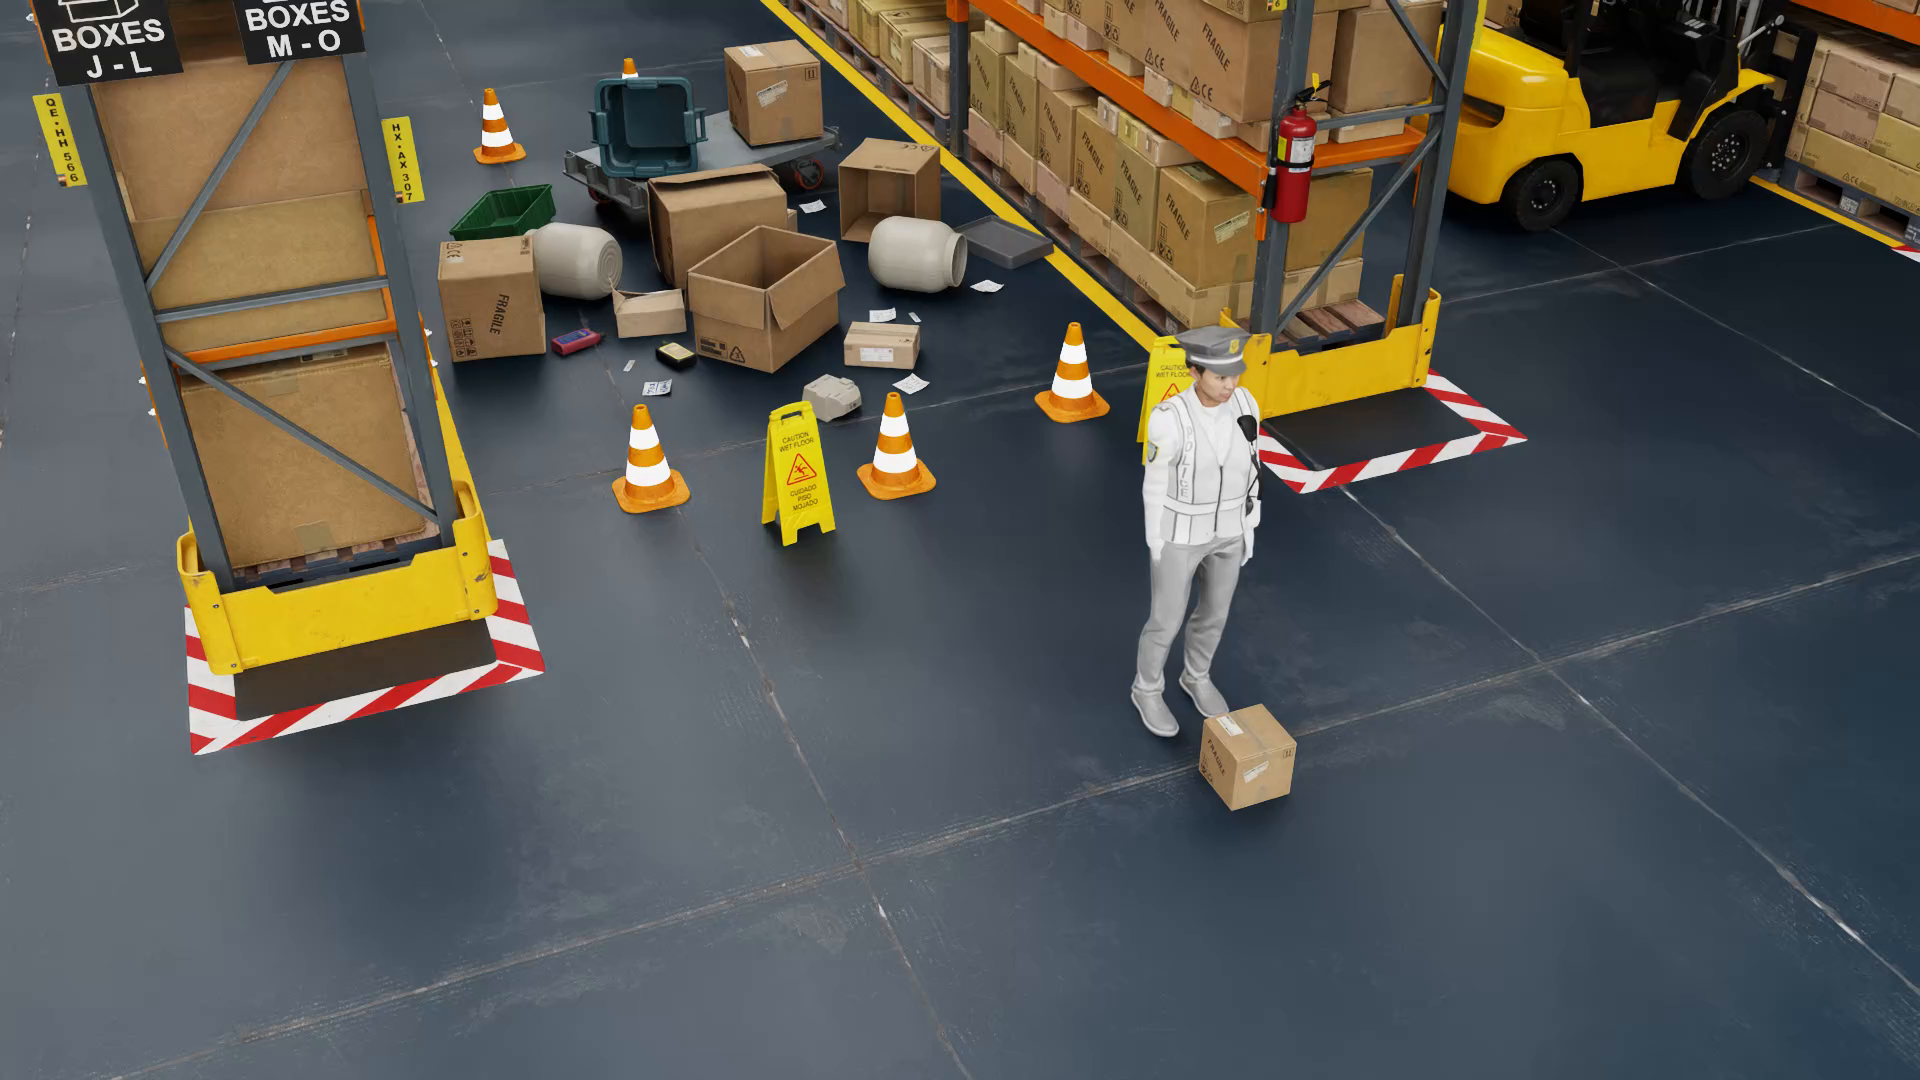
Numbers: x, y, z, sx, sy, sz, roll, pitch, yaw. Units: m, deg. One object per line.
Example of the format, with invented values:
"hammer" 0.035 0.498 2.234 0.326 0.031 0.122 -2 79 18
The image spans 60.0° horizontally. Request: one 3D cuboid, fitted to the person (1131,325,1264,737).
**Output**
"person" 0.897 -0.023 6.167 0.466 1.680 0.338 -12 36 -18
